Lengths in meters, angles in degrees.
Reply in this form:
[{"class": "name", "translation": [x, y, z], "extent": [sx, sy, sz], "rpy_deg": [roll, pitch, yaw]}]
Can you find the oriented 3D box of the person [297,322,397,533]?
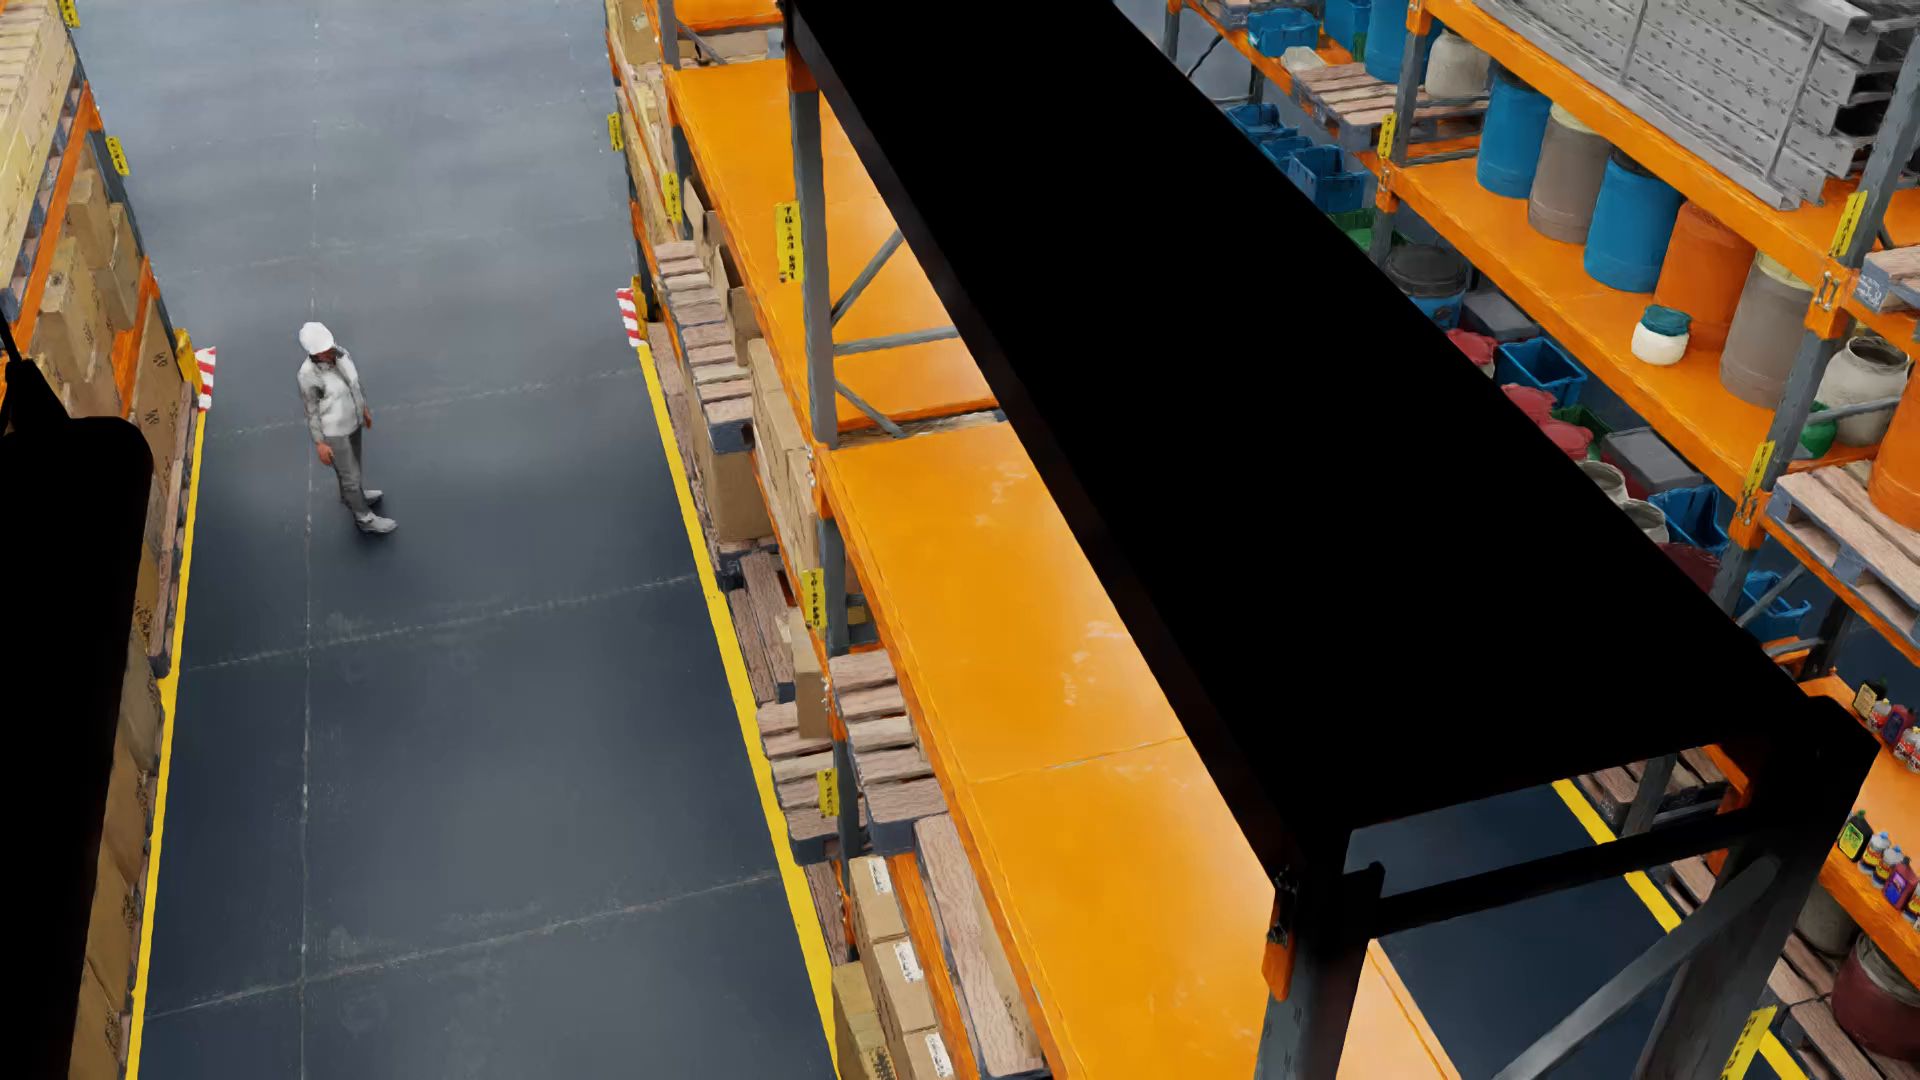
[{"class": "person", "translation": [-4.616, -0.860, 12.466], "extent": [0.570, 1.766, 0.627], "rpy_deg": [7, 39, 9]}]
